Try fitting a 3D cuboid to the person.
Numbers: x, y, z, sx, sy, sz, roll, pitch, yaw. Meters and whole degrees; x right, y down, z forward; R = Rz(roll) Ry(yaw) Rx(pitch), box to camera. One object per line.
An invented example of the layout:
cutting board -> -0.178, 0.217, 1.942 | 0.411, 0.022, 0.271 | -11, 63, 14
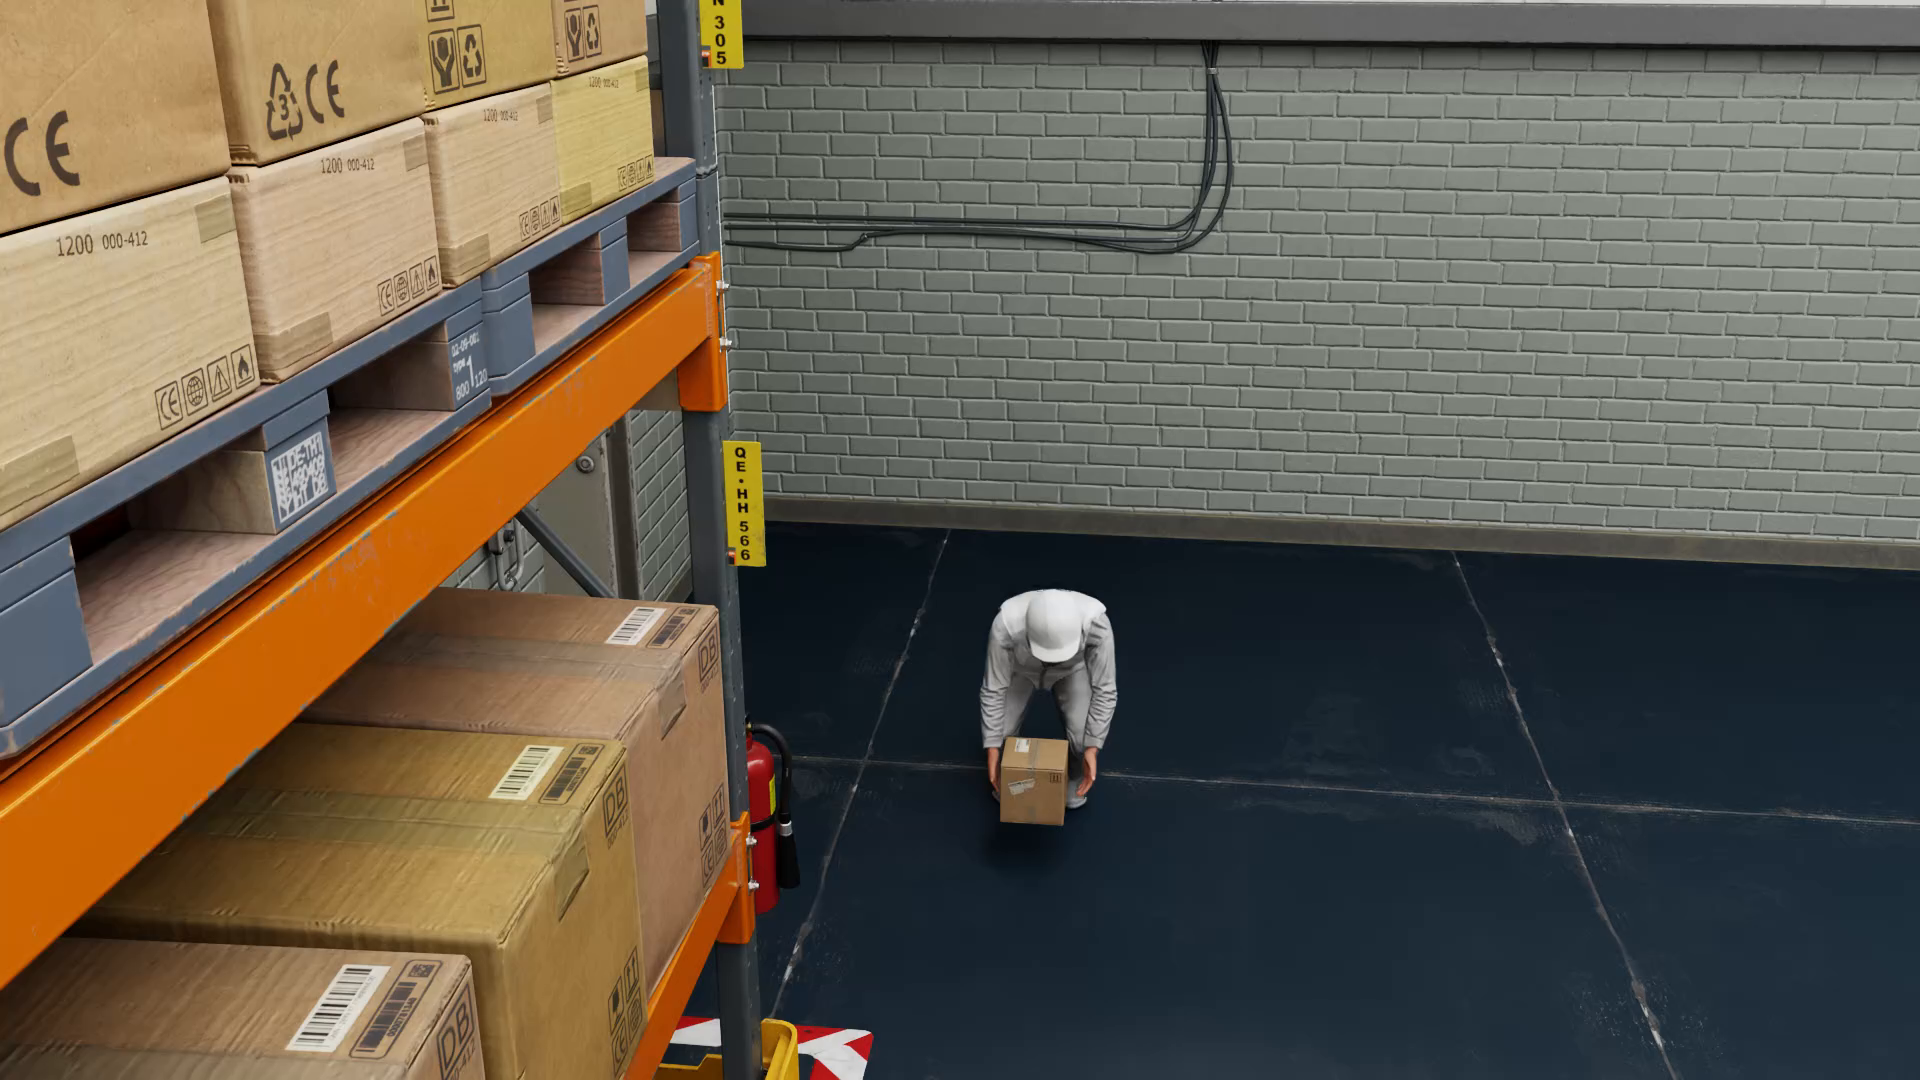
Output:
person -> 0.376, 0.606, 6.876 | 0.557, 1.125, 0.866 | 2, 21, 6
